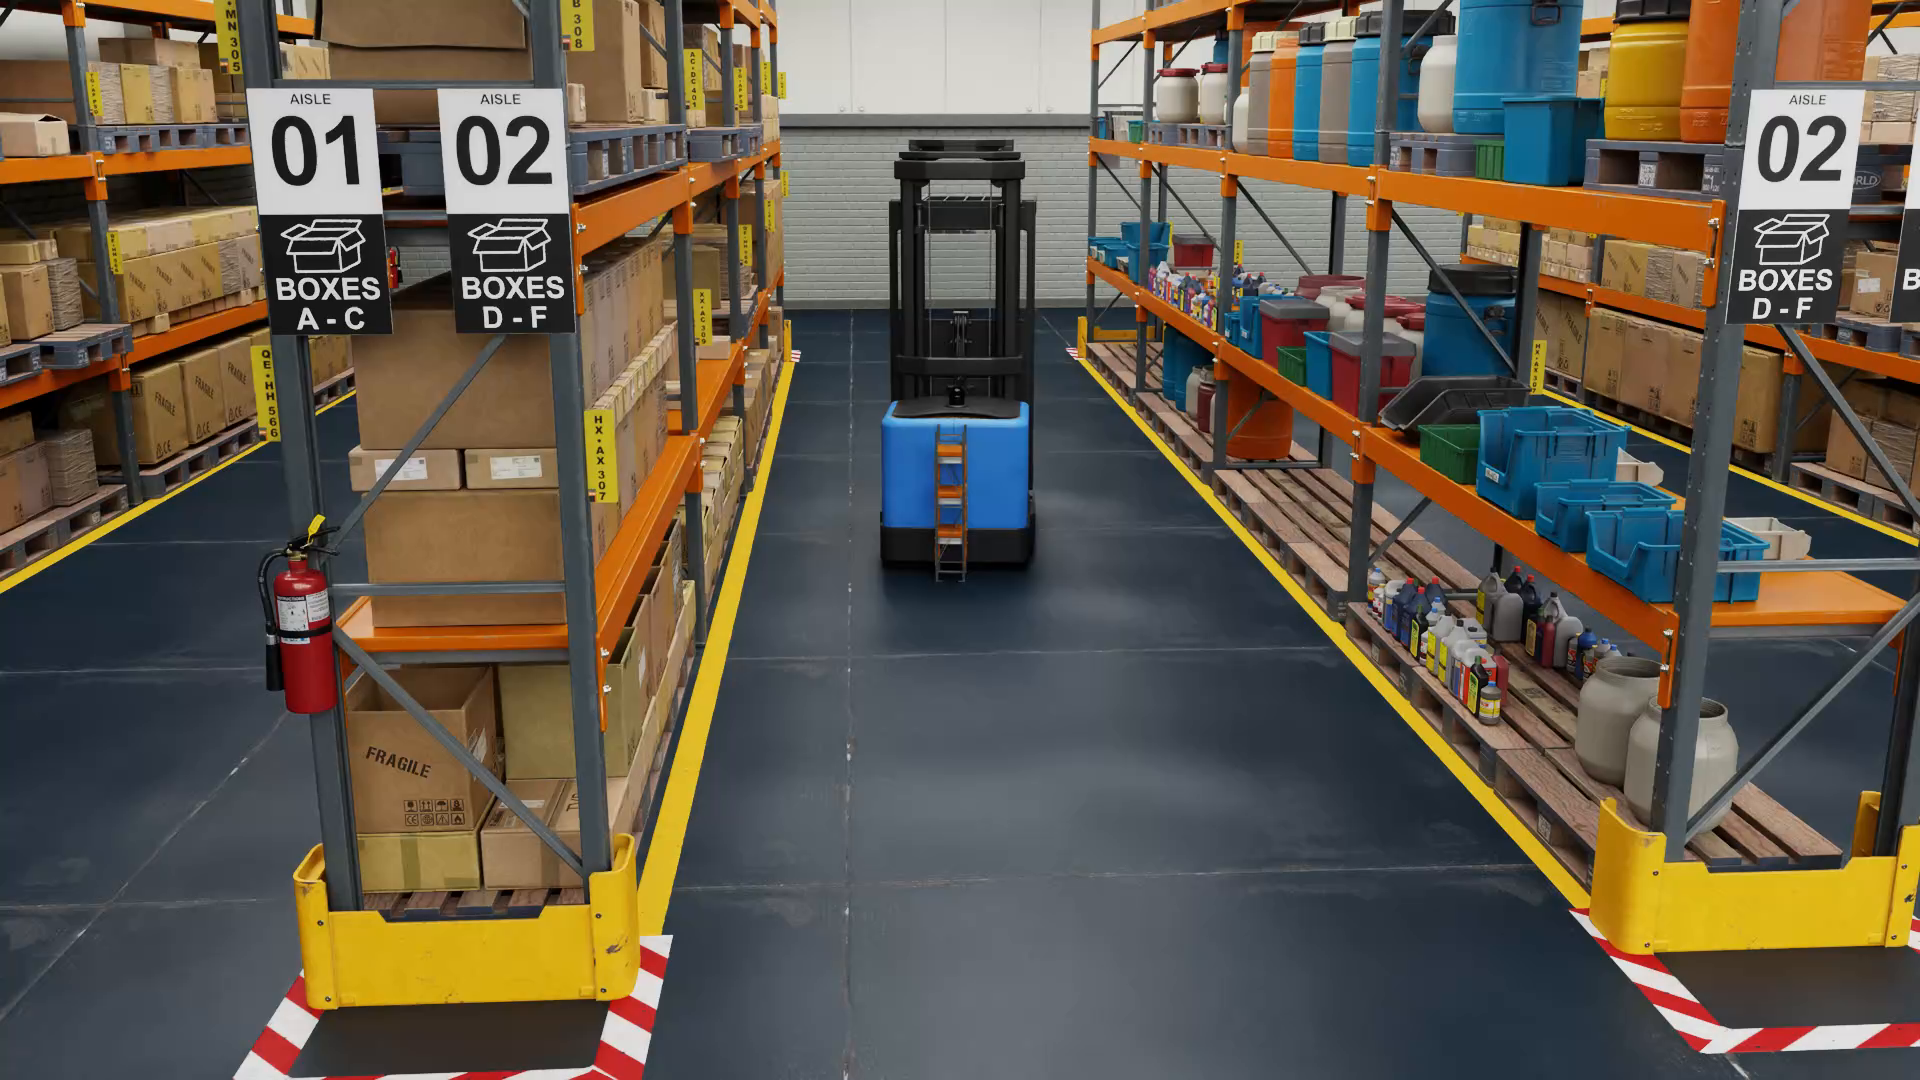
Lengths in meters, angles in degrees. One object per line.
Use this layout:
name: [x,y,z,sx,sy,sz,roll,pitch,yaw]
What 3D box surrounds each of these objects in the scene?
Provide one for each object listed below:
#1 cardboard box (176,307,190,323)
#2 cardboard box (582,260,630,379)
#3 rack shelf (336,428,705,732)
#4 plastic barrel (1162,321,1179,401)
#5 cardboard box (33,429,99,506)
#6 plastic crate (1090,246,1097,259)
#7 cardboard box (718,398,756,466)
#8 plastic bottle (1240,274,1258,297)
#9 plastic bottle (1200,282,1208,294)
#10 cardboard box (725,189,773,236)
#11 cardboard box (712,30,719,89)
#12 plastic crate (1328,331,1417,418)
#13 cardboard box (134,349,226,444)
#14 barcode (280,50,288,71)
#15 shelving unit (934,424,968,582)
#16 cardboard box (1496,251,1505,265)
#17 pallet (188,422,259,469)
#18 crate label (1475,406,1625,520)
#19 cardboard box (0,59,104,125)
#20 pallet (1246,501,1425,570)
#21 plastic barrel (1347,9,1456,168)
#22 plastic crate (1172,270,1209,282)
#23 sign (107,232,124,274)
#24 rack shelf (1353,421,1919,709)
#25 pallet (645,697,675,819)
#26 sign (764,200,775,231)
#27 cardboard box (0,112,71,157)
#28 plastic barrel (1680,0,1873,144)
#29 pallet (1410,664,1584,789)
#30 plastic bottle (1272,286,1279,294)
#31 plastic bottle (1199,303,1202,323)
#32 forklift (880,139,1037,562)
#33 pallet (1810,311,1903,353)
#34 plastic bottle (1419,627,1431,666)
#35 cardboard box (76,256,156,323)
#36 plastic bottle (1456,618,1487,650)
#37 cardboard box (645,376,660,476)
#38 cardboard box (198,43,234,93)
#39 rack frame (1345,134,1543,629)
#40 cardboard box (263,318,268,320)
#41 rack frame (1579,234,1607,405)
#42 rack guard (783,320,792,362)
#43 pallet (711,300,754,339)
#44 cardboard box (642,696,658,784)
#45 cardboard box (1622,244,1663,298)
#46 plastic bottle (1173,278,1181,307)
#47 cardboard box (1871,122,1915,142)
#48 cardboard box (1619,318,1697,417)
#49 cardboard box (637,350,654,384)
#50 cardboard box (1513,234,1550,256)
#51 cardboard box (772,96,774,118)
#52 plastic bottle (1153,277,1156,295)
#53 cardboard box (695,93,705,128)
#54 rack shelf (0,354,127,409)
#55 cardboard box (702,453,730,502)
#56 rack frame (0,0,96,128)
cardboard box: [-7.128,-2.029,14.855,0.380,0.149,0.250,-1,14,-3]
cardboard box: [-1.912,-1.010,7.629,0.700,0.500,0.500,-1,14,-3]
rack shelf: [-1.915,0.028,7.843,1.077,0.370,4.000,-1,14,-3]
plastic barrel: [2.426,-1.935,17.396,0.600,0.901,0.708,-1,14,-3]
cardboard box: [-7.134,-0.560,12.816,0.700,0.500,0.500,-1,14,-3]
plastic crate: [1.786,-3.632,21.032,0.250,0.136,0.298,-1,14,-3]
cardboard box: [-2.030,-0.933,14.267,0.500,0.500,0.500,0,14,-1]
plastic bottle: [2.718,-2.326,15.647,0.144,0.351,0.185,-1,14,-3]
plastic bottle: [2.268,-2.259,15.519,0.061,0.283,0.133,-1,14,-3]
cardboard box: [-2.315,-3.590,18.254,0.500,0.500,0.500,-1,14,-5]
cardboard box: [-2.371,-4.161,14.451,0.500,0.500,0.500,-1,14,-3]
plastic crate: [2.570,-1.041,10.422,0.402,0.464,0.583,-1,14,-3]
cardboard box: [-7.193,-1.301,15.034,0.750,0.750,0.750,-1,14,-4]
barcode: [-2.291,-1.625,5.637,0.001,0.075,0.075,-1,14,-3]
shelving unit: [-0.061,-0.253,11.402,0.215,1.050,0.252,1,14,3]
cardboard box: [6.863,-3.484,20.552,0.380,0.149,0.250,-1,14,-5]
pallet: [-7.277,-0.885,15.543,1.003,0.211,1.213,-1,14,-3]
crate label: [2.769,-0.370,7.873,0.502,0.435,0.616,-1,14,-3]
cardboard box: [-7.318,-3.567,13.268,0.700,0.500,0.500,-2,15,-8]
pallet: [2.739,-0.042,12.267,1.003,0.211,1.213,-1,14,-3]
plastic barrel: [2.657,-2.712,10.023,0.600,0.901,0.708,-1,14,-3]
plastic crate: [2.523,-2.903,18.197,0.396,0.136,0.243,-1,14,-3]
sign: [-6.690,-2.269,13.160,0.100,0.325,0.005,-1,14,-3]
rack shelf: [3.029,-0.048,8.137,1.077,0.370,4.000,-1,14,-3]
pallet: [-1.953,1.035,8.081,1.003,0.211,1.213,-1,14,-3]
sign: [-1.981,-3.378,17.312,0.100,0.325,0.005,-1,14,-3]
cardboard box: [-6.917,-2.980,12.208,0.500,0.311,0.500,-1,14,-3]
plastic barrel: [2.996,-1.882,6.097,0.600,0.830,0.708,-1,14,-3]
pallet: [2.984,0.928,8.494,1.003,0.211,1.213,-1,14,-3]
plastic bottle: [2.916,-2.198,15.308,0.097,0.271,0.097,0,14,0]
plastic bottle: [2.185,-2.045,14.855,0.097,0.201,0.097,0,14,0]
forklift: [0.030,-1.574,12.763,1.130,2.935,3.031,1,14,3]
pallet: [7.751,-1.697,13.486,1.213,0.211,1.003,-1,14,-3]
plastic bottle: [2.547,0.573,9.012,0.097,0.201,0.097,0,14,0]
cardboard box: [-7.005,-2.063,13.685,0.500,0.500,0.500,0,14,-2]
plastic bottle: [2.725,0.563,8.900,0.152,0.276,0.135,-1,14,-3]
cardboard box: [-1.966,-0.625,8.737,0.700,0.500,0.500,-1,14,-4]
cardboard box: [-7.755,-4.896,17.267,0.500,0.500,0.500,-1,14,-4]
rack frame: [2.905,-0.894,9.981,1.000,3.000,0.127,-1,14,-3]
cardboard box: [-7.678,-2.445,18.882,0.380,0.149,0.250,-1,14,-3]
rack frame: [7.353,-2.960,18.011,1.000,3.000,0.127,-1,14,-3]
rack guard: [-2.778,-2.573,21.524,1.175,0.500,0.348,-1,14,-3]
pallet: [-2.399,-1.888,14.228,1.213,0.211,1.003,-1,14,-3]
cardboard box: [-1.668,0.919,7.609,0.500,0.250,0.500,-1,14,-3]
cardboard box: [7.164,-2.765,17.053,0.500,0.500,0.500,-1,14,-3]
plastic bottle: [2.109,-2.383,16.026,0.097,0.271,0.097,0,14,0]
cardboard box: [7.407,-3.097,12.823,0.500,0.250,0.500,-1,14,-2]
cardboard box: [7.469,-1.753,16.742,1.225,0.875,0.875,-1,14,-5]
cardboard box: [-1.747,-0.863,8.360,0.380,0.149,0.250,-1,14,-4]
cardboard box: [6.969,-3.519,19.886,0.500,0.250,0.500,-1,14,-5]
cardboard box: [-2.438,-5.052,19.421,0.500,0.250,0.500,-1,14,-3]
plastic bottle: [2.040,-2.628,17.119,0.097,0.201,0.097,0,14,0]
cardboard box: [-2.152,-3.154,12.205,0.500,0.250,0.500,0,14,-2]
rack shelf: [-7.107,-0.890,11.409,1.077,0.370,4.000,-1,14,-3]
cardboard box: [-1.913,-0.451,11.808,0.500,0.311,0.500,0,14,-2]
rack frame: [-7.231,-4.641,12.505,1.000,3.000,0.127,-1,14,-3]
